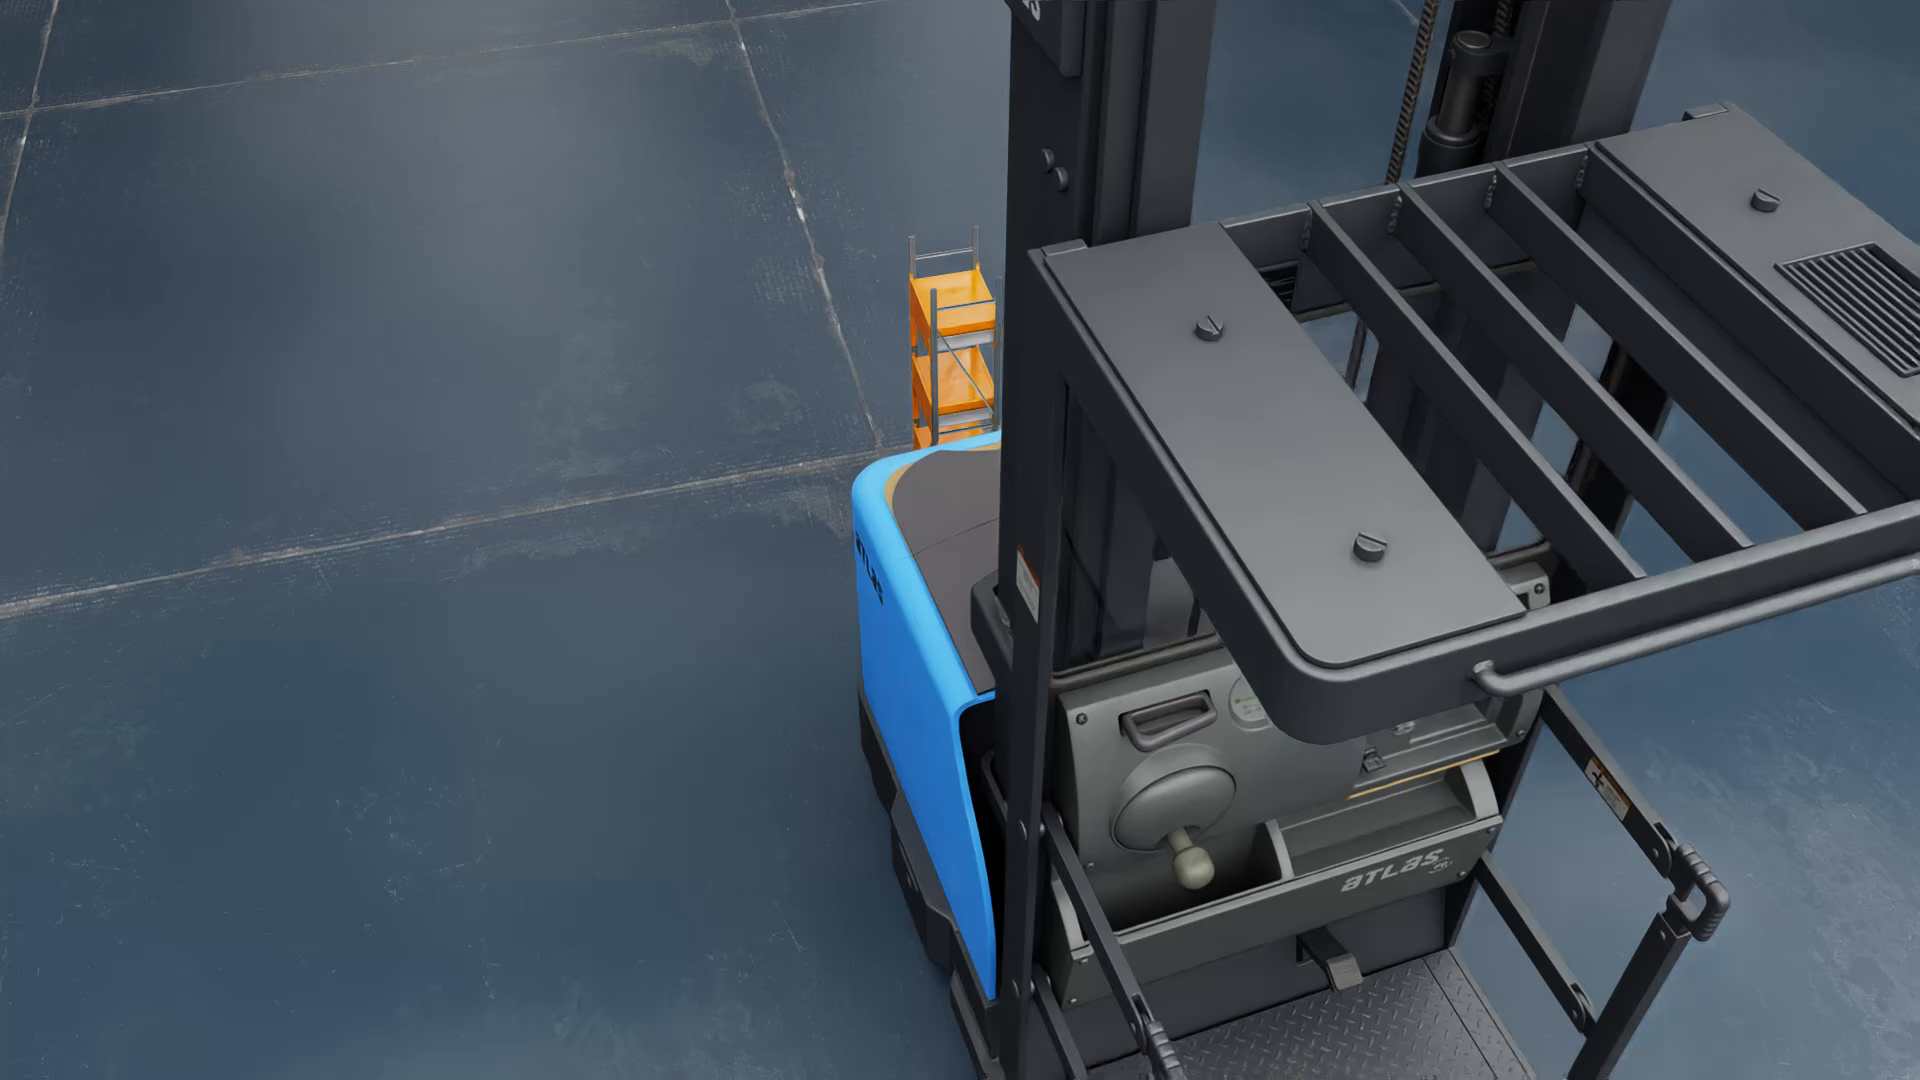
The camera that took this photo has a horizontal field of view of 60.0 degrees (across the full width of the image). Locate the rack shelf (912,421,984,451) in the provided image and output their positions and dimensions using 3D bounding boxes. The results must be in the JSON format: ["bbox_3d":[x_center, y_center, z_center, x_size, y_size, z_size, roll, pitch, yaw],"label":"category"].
[{"bbox_3d":[-0.014,-0.202,5.117,0.215,0.259,0.240,-11,47,-10],"label":"rack shelf"}]

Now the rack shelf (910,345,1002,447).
[{"bbox_3d":[-0.014,-0.397,4.919,0.215,0.259,0.240,-11,47,-10],"label":"rack shelf"}]

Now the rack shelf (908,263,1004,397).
[{"bbox_3d":[-0.014,-0.596,4.716,0.215,0.259,0.240,-11,47,-10],"label":"rack shelf"}]

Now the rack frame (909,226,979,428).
[{"bbox_3d":[-0.045,-0.489,4.994,0.200,1.050,0.008,-11,47,-10],"label":"rack frame"}]

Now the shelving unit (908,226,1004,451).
[{"bbox_3d":[-0.014,-0.404,4.911,0.215,1.050,0.252,-11,47,-10],"label":"shelving unit"}]

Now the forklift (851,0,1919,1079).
[{"bbox_3d":[0.698,0.424,2.782,1.130,2.935,3.031,-14,47,-14],"label":"forklift"}]

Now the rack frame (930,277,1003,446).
[{"bbox_3d":[0.018,-0.320,4.829,0.200,1.050,0.008,-11,47,-10],"label":"rack frame"}]
